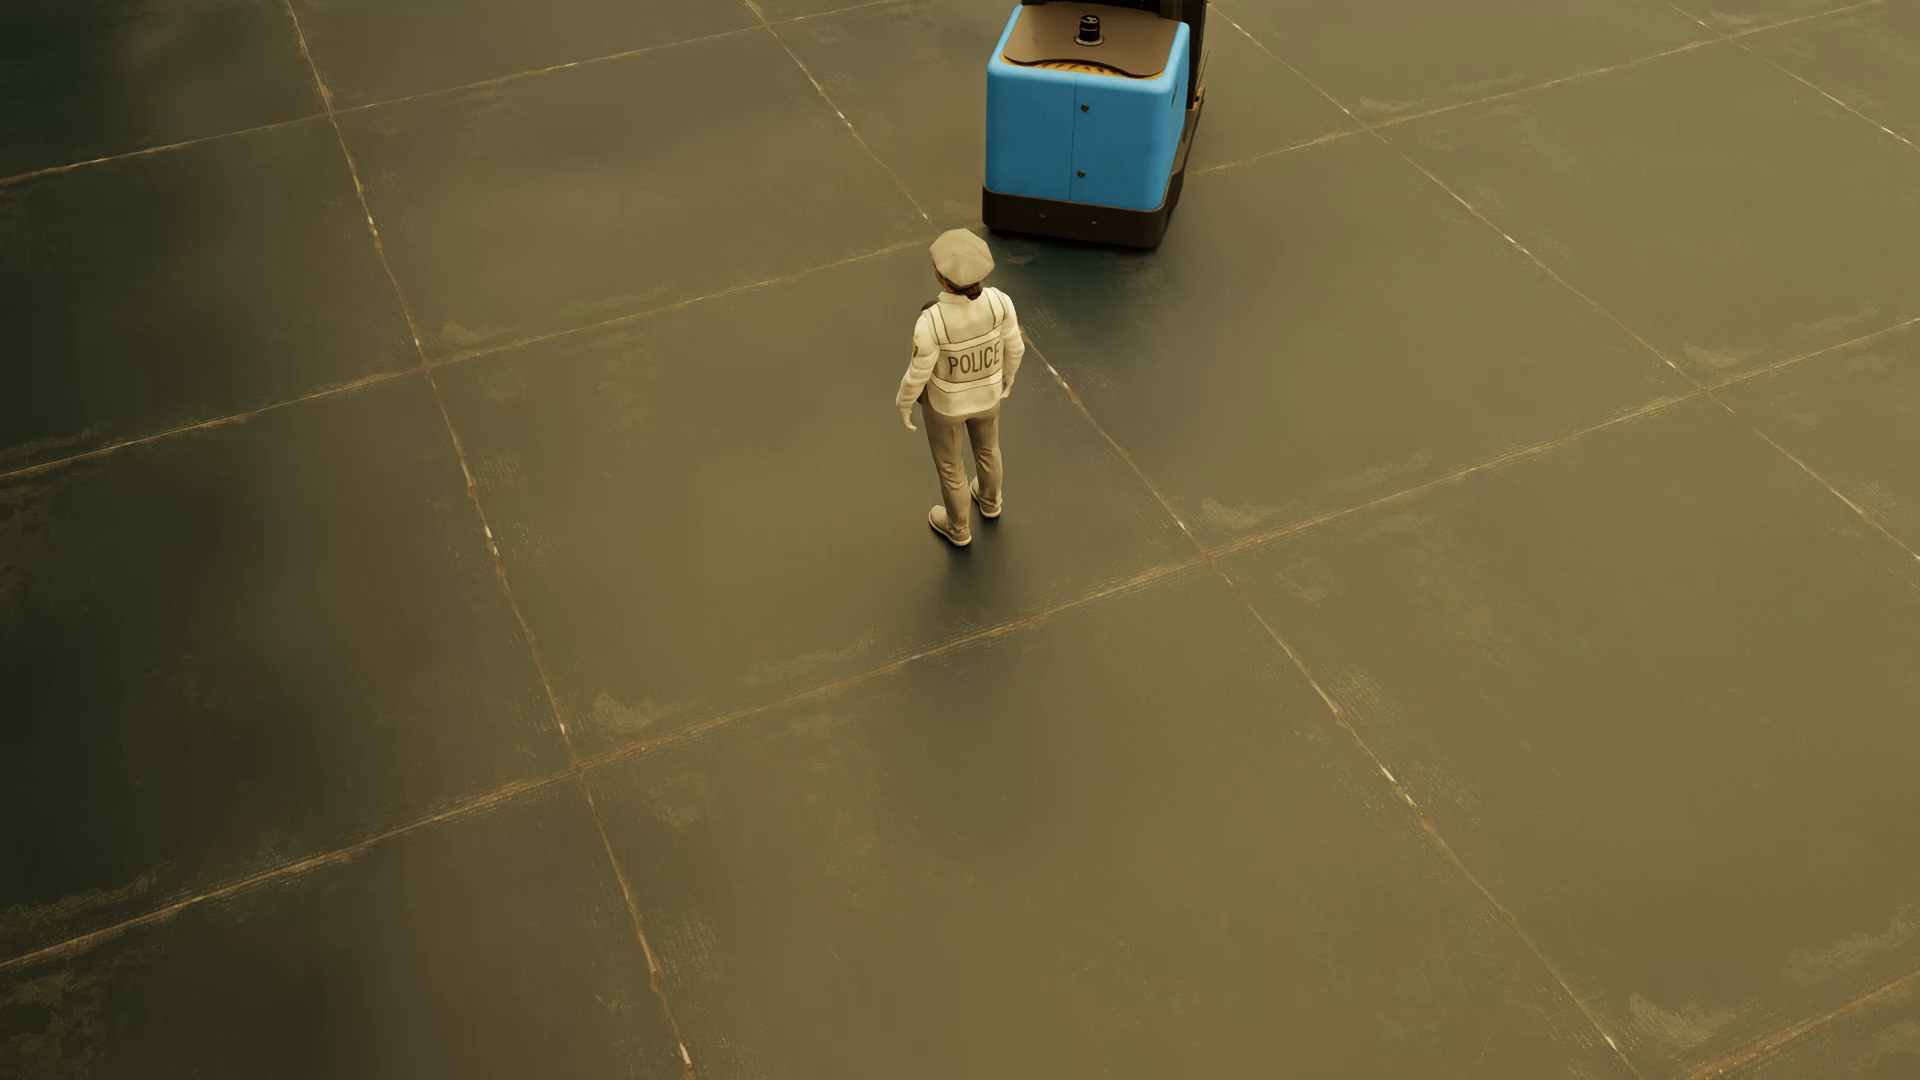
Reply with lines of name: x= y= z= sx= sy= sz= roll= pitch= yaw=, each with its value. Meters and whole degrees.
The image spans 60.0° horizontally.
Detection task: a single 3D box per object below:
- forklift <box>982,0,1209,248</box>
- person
forklift: x=0.969 y=-3.762 z=9.711 sx=1.130 sy=2.935 sz=3.031 roll=9 pitch=44 yaw=10
person: x=-0.023 y=-0.669 z=7.293 sx=0.588 sy=1.695 sz=0.531 roll=-18 pitch=46 yaw=-18
